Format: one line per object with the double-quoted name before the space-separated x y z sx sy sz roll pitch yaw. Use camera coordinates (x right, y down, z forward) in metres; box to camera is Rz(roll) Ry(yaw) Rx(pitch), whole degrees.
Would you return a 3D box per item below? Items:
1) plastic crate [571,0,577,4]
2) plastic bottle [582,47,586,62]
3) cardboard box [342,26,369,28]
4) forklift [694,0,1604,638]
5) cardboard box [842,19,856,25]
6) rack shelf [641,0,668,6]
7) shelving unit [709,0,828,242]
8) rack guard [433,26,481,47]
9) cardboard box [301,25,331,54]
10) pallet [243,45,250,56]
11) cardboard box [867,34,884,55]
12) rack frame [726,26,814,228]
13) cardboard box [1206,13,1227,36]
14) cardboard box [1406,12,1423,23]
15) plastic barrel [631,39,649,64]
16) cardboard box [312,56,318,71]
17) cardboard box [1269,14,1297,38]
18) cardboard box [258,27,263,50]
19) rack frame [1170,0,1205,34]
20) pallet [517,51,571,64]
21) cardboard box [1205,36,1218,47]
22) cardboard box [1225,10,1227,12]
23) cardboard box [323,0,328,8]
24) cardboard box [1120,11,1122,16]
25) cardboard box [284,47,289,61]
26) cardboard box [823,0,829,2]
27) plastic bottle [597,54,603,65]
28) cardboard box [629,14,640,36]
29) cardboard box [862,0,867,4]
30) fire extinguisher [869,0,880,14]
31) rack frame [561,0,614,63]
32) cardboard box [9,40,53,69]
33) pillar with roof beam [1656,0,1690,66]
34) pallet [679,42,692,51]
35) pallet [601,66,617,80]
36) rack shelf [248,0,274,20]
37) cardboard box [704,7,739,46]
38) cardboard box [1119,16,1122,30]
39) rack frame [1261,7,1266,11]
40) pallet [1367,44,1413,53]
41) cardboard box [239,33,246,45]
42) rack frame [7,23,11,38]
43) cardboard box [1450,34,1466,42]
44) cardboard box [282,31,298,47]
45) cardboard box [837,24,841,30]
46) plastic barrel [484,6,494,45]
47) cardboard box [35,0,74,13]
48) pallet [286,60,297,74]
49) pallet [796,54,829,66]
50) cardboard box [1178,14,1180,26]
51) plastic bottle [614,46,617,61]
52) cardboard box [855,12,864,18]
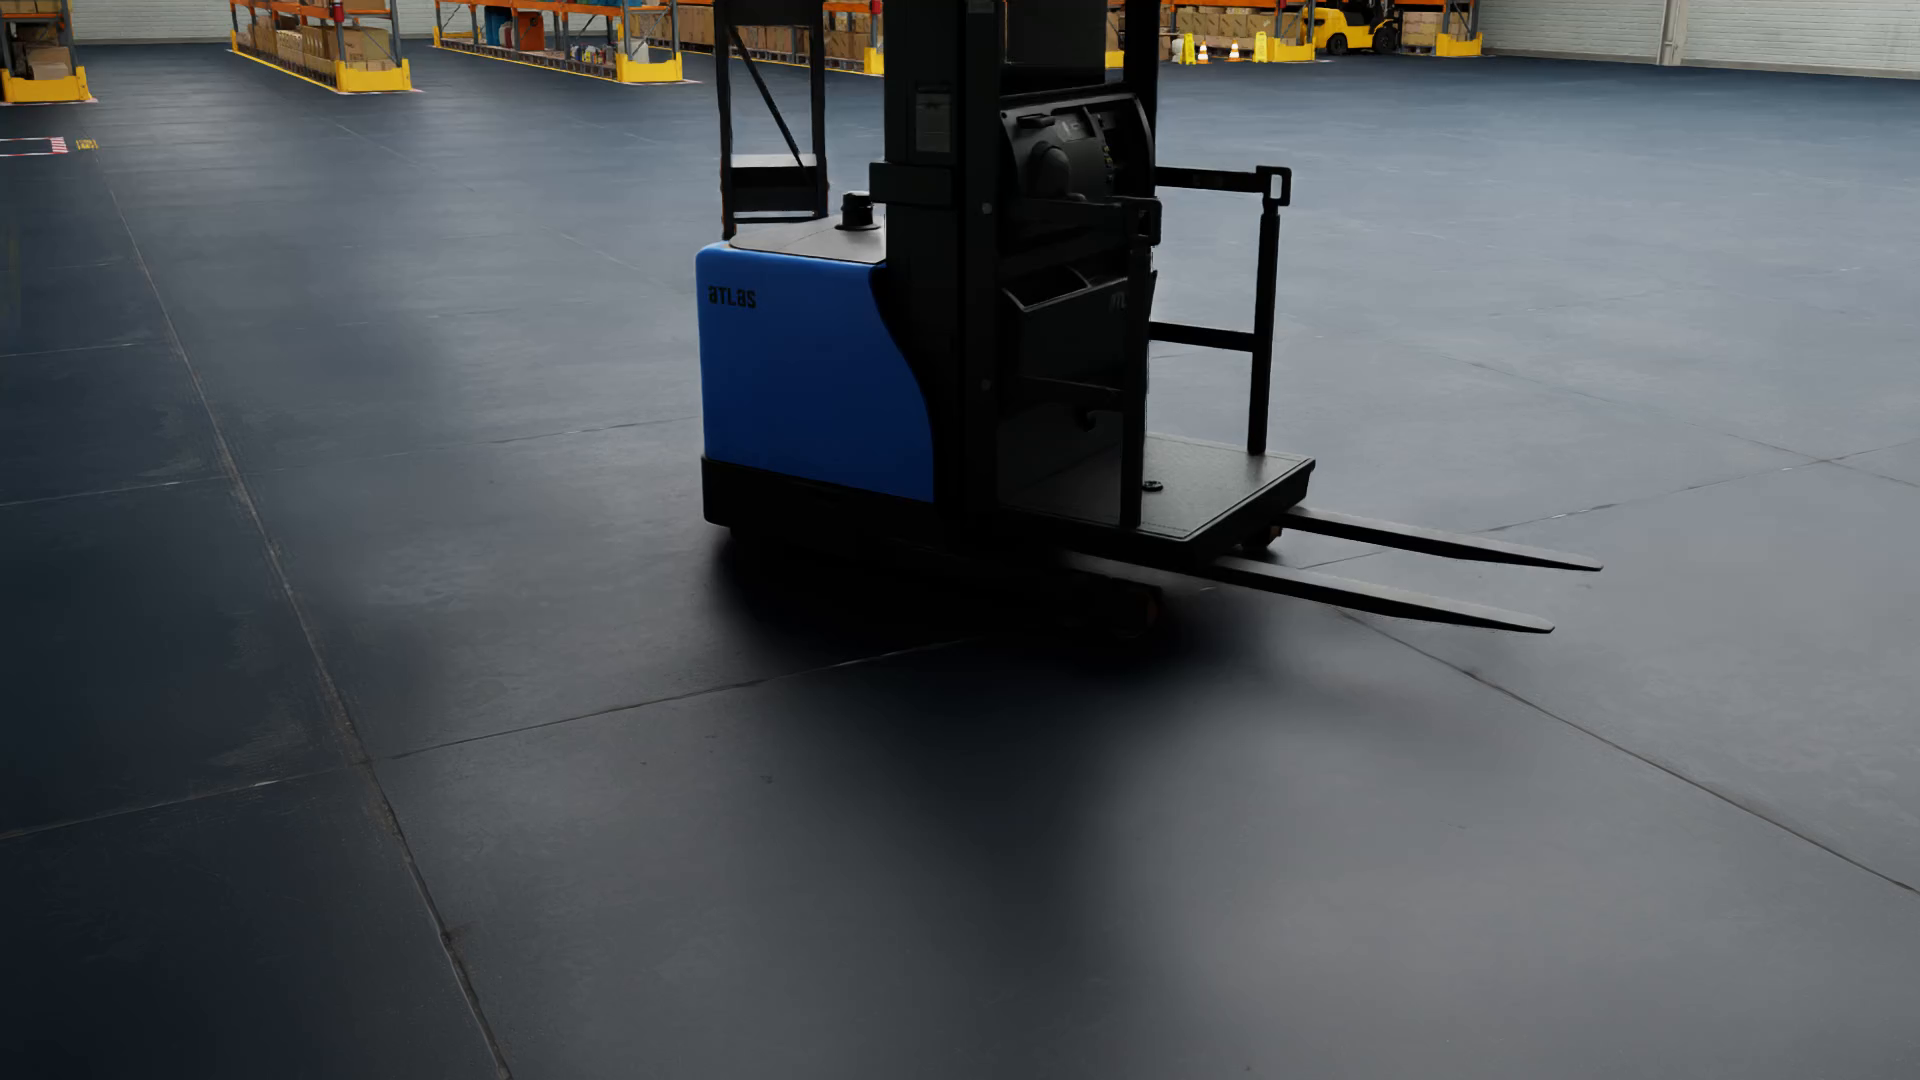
"plastic crate" -7.393 -10.811 32.959 0.767 0.338 0.504 -10 21 -27
"plastic bottle" -7.380 -9.530 32.642 0.061 0.283 0.133 -9 21 -24
"cardboard box" -11.010 -9.110 30.355 0.500 0.500 0.500 -10 21 -27
"forklift" 0.573 -1.274 5.331 3.031 2.935 1.130 12 22 30
"cardboard box" -2.955 -14.007 44.941 0.380 0.149 0.250 -9 21 -25
"rack shelf" -7.920 -14.308 44.101 1.077 0.370 4.000 -10 21 -27
"shelving unit" -0.757 -1.333 6.774 0.431 2.100 0.503 -2 19 -6
"rack guard" -13.251 -13.278 43.846 1.175 0.500 0.348 -10 21 -27
"cardboard box" -11.946 -9.316 30.952 0.500 0.500 0.500 -10 21 -27
"pallet" -16.598 -11.770 39.919 1.003 0.211 1.213 -10 21 -27
"cardboard box" -1.553 -9.828 33.203 0.500 0.500 0.500 -6 20 -17
"rack frame" -0.782 -1.412 7.004 0.400 2.100 0.015 -2 19 -6
"cardboard box" 6.102 -12.054 38.886 0.500 0.500 0.500 -9 21 -24
"cardboard box" 11.076 -12.535 39.899 0.500 0.250 0.500 -10 21 -26
"plastic barrel" -6.010 -9.062 30.964 0.421 0.512 0.421 0 19 0
"cardboard box" -11.472 -8.674 30.242 0.500 0.250 0.500 -10 21 -27
"cardboard box" 7.298 -11.699 37.858 0.500 0.500 0.500 -11 22 -28
"cardboard box" -15.411 -11.239 37.262 0.500 0.500 0.500 -10 21 -26
"rack frame" 5.550 -13.313 40.113 1.000 3.000 0.127 -10 21 -27
"pallet" -9.096 -10.612 36.562 1.003 0.211 1.213 -10 21 -27
"cardboard box" 6.111 -11.697 39.002 0.500 0.250 0.500 -10 22 -27
"cardboard box" 7.560 -14.657 46.203 0.380 0.149 0.250 -11 22 -29
"cardboard box" -10.939 -9.723 29.558 0.700 0.500 0.500 -9 21 -25
"cardboard box" 5.290 -15.805 50.523 0.700 0.500 0.500 -11 22 -29
"cardboard box" -13.308 -9.803 33.513 0.500 0.250 0.500 -11 22 -28
"cardboard box" -2.610 -11.122 34.150 0.380 0.149 0.250 -10 21 -27
"plastic bottle" -6.888 -9.207 31.829 0.097 0.201 0.097 0 19 0
"cardboard box" -8.495 -14.245 45.429 0.875 0.875 0.875 -10 21 -27
"cardboard box" -1.707 -10.632 32.731 0.380 0.149 0.250 -10 21 -27
"fire extinguisher" -1.623 -10.489 32.047 0.296 0.674 0.183 -10 21 -27
"rack frame" -7.530 -11.010 33.441 1.000 3.000 0.127 -10 21 -27
"cardboard box" -16.902 -8.851 30.342 0.700 0.500 0.500 -10 22 -28
"pillar with roof beam" 11.339 -13.720 32.098 9.100 9.000 0.400 -10 21 -27
"pallet" -6.537 -12.546 42.167 1.003 0.211 1.213 -10 21 -27
"pallet" -6.089 -8.793 31.289 1.003 0.211 1.213 -10 21 -27
"rack shelf" -14.740 -11.627 36.330 1.077 0.370 4.000 -10 21 -27
"cardboard box" -5.380 -12.321 39.854 1.225 0.875 0.875 -11 22 -29
"cardboard box" 3.998 -12.205 39.573 0.500 0.500 0.500 -10 21 -27
"rack frame" 8.018 -15.231 45.672 1.000 3.000 0.127 -10 21 -27
"pallet" 10.841 -12.179 41.102 1.003 0.211 1.213 -10 21 -27
"cardboard box" -17.106 -12.110 40.169 0.500 0.250 0.500 -10 21 -27
"rack frame" -20.048 -11.772 35.650 1.000 3.000 0.127 -10 21 -27
"cardboard box" 11.755 -12.004 39.893 0.500 0.250 0.500 -10 21 -26
"cardboard box" -13.303 -10.064 33.411 0.500 0.311 0.500 -11 22 -28
"cardboard box" -3.126 -13.922 45.149 0.380 0.149 0.250 -11 22 -29
"plastic barrel" -11.085 -12.355 39.910 0.600 0.901 0.708 -10 21 -27
"cardboard box" -14.302 -8.455 26.236 0.500 0.250 0.500 -11 22 -28
"pallet" -12.858 -9.482 33.287 1.003 0.211 1.213 -10 21 -27
"pallet" -2.821 -10.272 35.577 1.003 0.211 1.213 -10 21 -27
"cardboard box" 6.644 -14.927 47.980 0.500 0.500 0.500 -11 22 -28
"plastic bottle" -6.804 -9.623 32.910 0.061 0.283 0.133 -10 21 -27
"cardboard box" -2.438 -13.932 43.946 0.500 0.250 0.500 -11 22 -29
